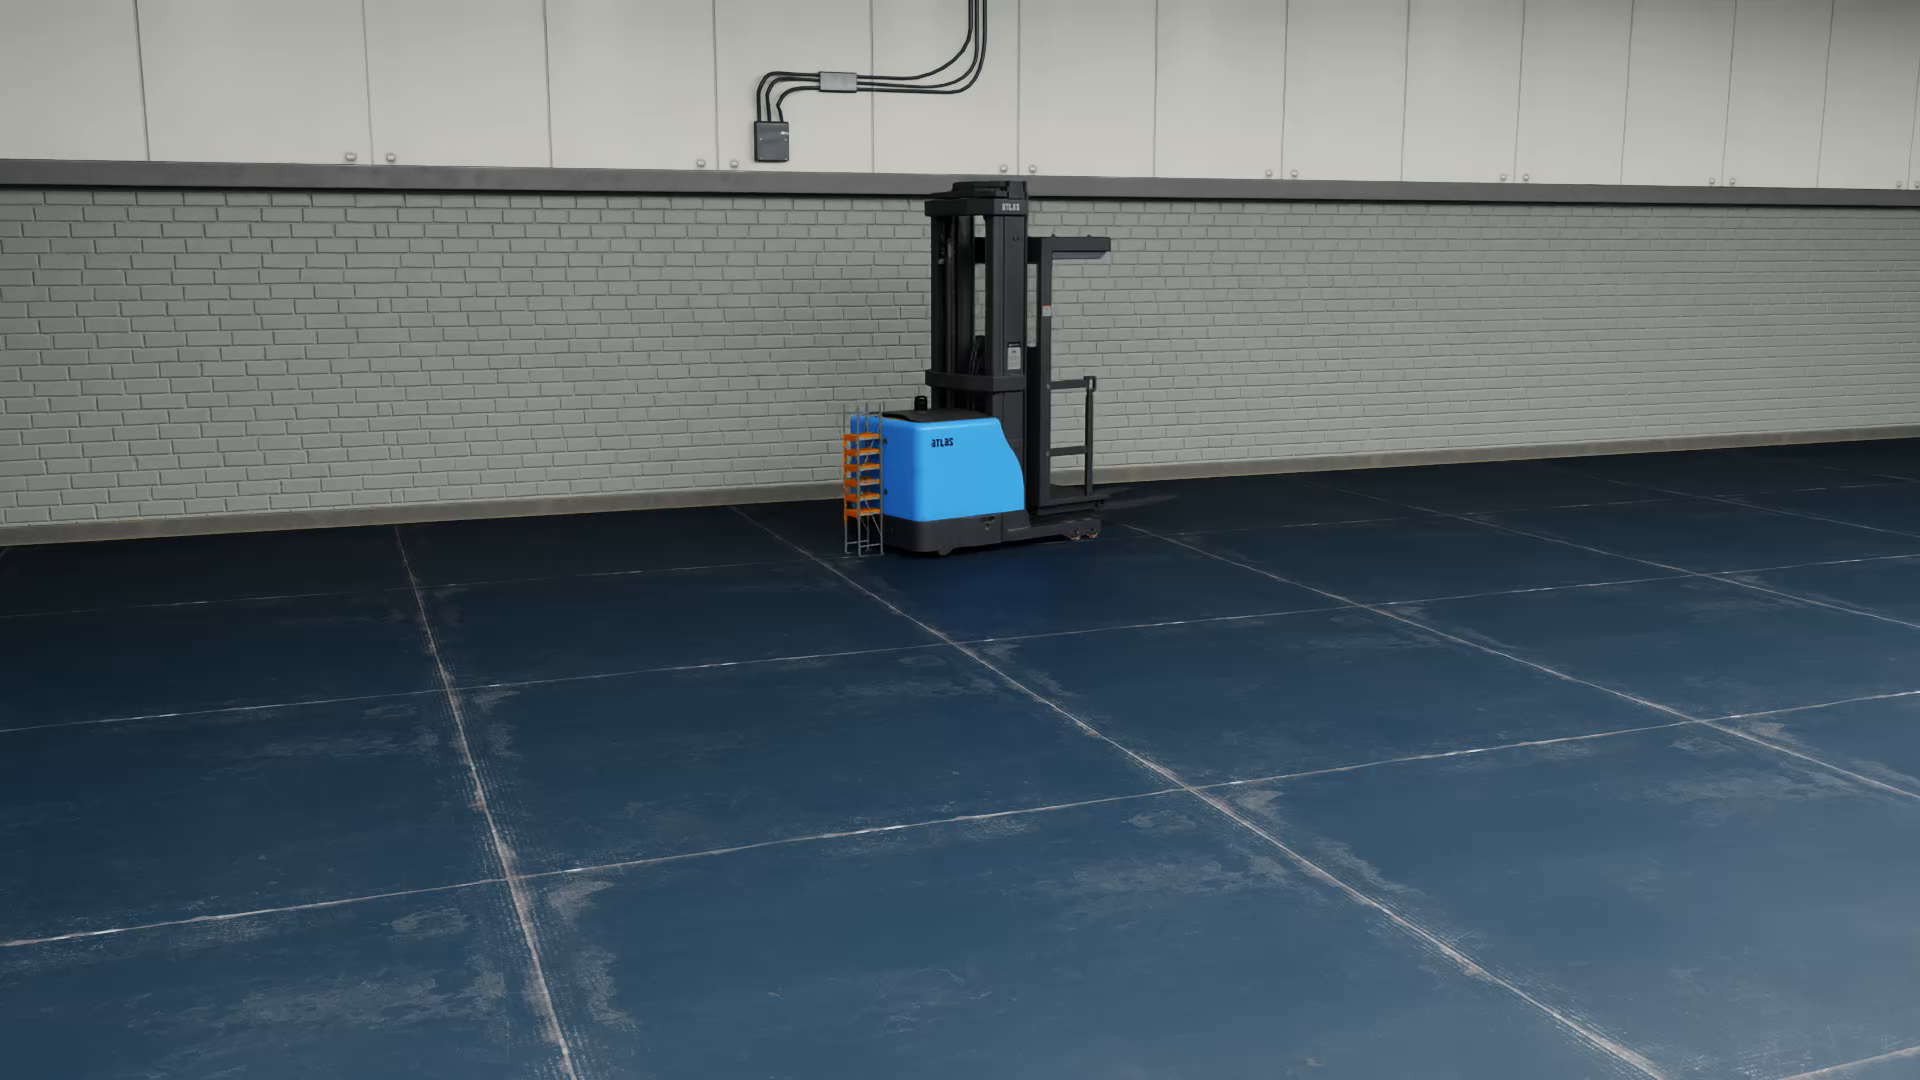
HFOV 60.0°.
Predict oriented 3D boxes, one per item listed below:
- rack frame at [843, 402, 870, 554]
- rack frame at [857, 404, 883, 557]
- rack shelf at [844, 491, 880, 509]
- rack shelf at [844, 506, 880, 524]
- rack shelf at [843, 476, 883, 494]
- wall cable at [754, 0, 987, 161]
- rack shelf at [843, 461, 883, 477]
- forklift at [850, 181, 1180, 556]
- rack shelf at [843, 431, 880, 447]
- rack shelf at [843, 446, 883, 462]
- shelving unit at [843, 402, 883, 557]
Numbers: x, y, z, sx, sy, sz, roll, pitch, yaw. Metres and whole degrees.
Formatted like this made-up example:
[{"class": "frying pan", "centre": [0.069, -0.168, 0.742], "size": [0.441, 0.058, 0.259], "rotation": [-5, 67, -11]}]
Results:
[{"class": "rack frame", "centre": [-0.826, -0.492, 13.260], "size": [0.240, 1.200, 0.006], "rotation": [-8, 13, -38]}, {"class": "rack frame", "centre": [-0.710, -0.467, 13.120], "size": [0.240, 1.200, 0.006], "rotation": [-8, 13, -38]}, {"class": "rack shelf", "centre": [-0.768, -0.318, 13.219], "size": [0.258, 0.103, 0.180], "rotation": [-8, 13, -38]}, {"class": "rack shelf", "centre": [-0.768, -0.200, 13.240], "size": [0.258, 0.103, 0.180], "rotation": [-8, 13, -38]}, {"class": "rack shelf", "centre": [-0.768, -0.436, 13.198], "size": [0.258, 0.103, 0.180], "rotation": [-8, 13, -38]}, {"class": "wall cable", "centre": [-0.801, -6.526, 15.203], "size": [2.305, 6.003, 0.169], "rotation": [-4, 11, -21]}, {"class": "rack shelf", "centre": [-0.768, -0.554, 13.177], "size": [0.258, 0.103, 0.180], "rotation": [-8, 13, -38]}, {"class": "forklift", "centre": [0.568, -1.504, 14.008], "size": [3.031, 2.935, 1.130], "rotation": [-8, 13, -37]}, {"class": "rack shelf", "centre": [-0.768, -0.790, 13.135], "size": [0.258, 0.103, 0.180], "rotation": [-8, 13, -38]}, {"class": "rack shelf", "centre": [-0.768, -0.672, 13.156], "size": [0.258, 0.103, 0.180], "rotation": [-8, 13, -38]}, {"class": "shelving unit", "centre": [-0.768, -0.480, 13.190], "size": [0.258, 1.200, 0.189], "rotation": [-8, 13, -38]}]
